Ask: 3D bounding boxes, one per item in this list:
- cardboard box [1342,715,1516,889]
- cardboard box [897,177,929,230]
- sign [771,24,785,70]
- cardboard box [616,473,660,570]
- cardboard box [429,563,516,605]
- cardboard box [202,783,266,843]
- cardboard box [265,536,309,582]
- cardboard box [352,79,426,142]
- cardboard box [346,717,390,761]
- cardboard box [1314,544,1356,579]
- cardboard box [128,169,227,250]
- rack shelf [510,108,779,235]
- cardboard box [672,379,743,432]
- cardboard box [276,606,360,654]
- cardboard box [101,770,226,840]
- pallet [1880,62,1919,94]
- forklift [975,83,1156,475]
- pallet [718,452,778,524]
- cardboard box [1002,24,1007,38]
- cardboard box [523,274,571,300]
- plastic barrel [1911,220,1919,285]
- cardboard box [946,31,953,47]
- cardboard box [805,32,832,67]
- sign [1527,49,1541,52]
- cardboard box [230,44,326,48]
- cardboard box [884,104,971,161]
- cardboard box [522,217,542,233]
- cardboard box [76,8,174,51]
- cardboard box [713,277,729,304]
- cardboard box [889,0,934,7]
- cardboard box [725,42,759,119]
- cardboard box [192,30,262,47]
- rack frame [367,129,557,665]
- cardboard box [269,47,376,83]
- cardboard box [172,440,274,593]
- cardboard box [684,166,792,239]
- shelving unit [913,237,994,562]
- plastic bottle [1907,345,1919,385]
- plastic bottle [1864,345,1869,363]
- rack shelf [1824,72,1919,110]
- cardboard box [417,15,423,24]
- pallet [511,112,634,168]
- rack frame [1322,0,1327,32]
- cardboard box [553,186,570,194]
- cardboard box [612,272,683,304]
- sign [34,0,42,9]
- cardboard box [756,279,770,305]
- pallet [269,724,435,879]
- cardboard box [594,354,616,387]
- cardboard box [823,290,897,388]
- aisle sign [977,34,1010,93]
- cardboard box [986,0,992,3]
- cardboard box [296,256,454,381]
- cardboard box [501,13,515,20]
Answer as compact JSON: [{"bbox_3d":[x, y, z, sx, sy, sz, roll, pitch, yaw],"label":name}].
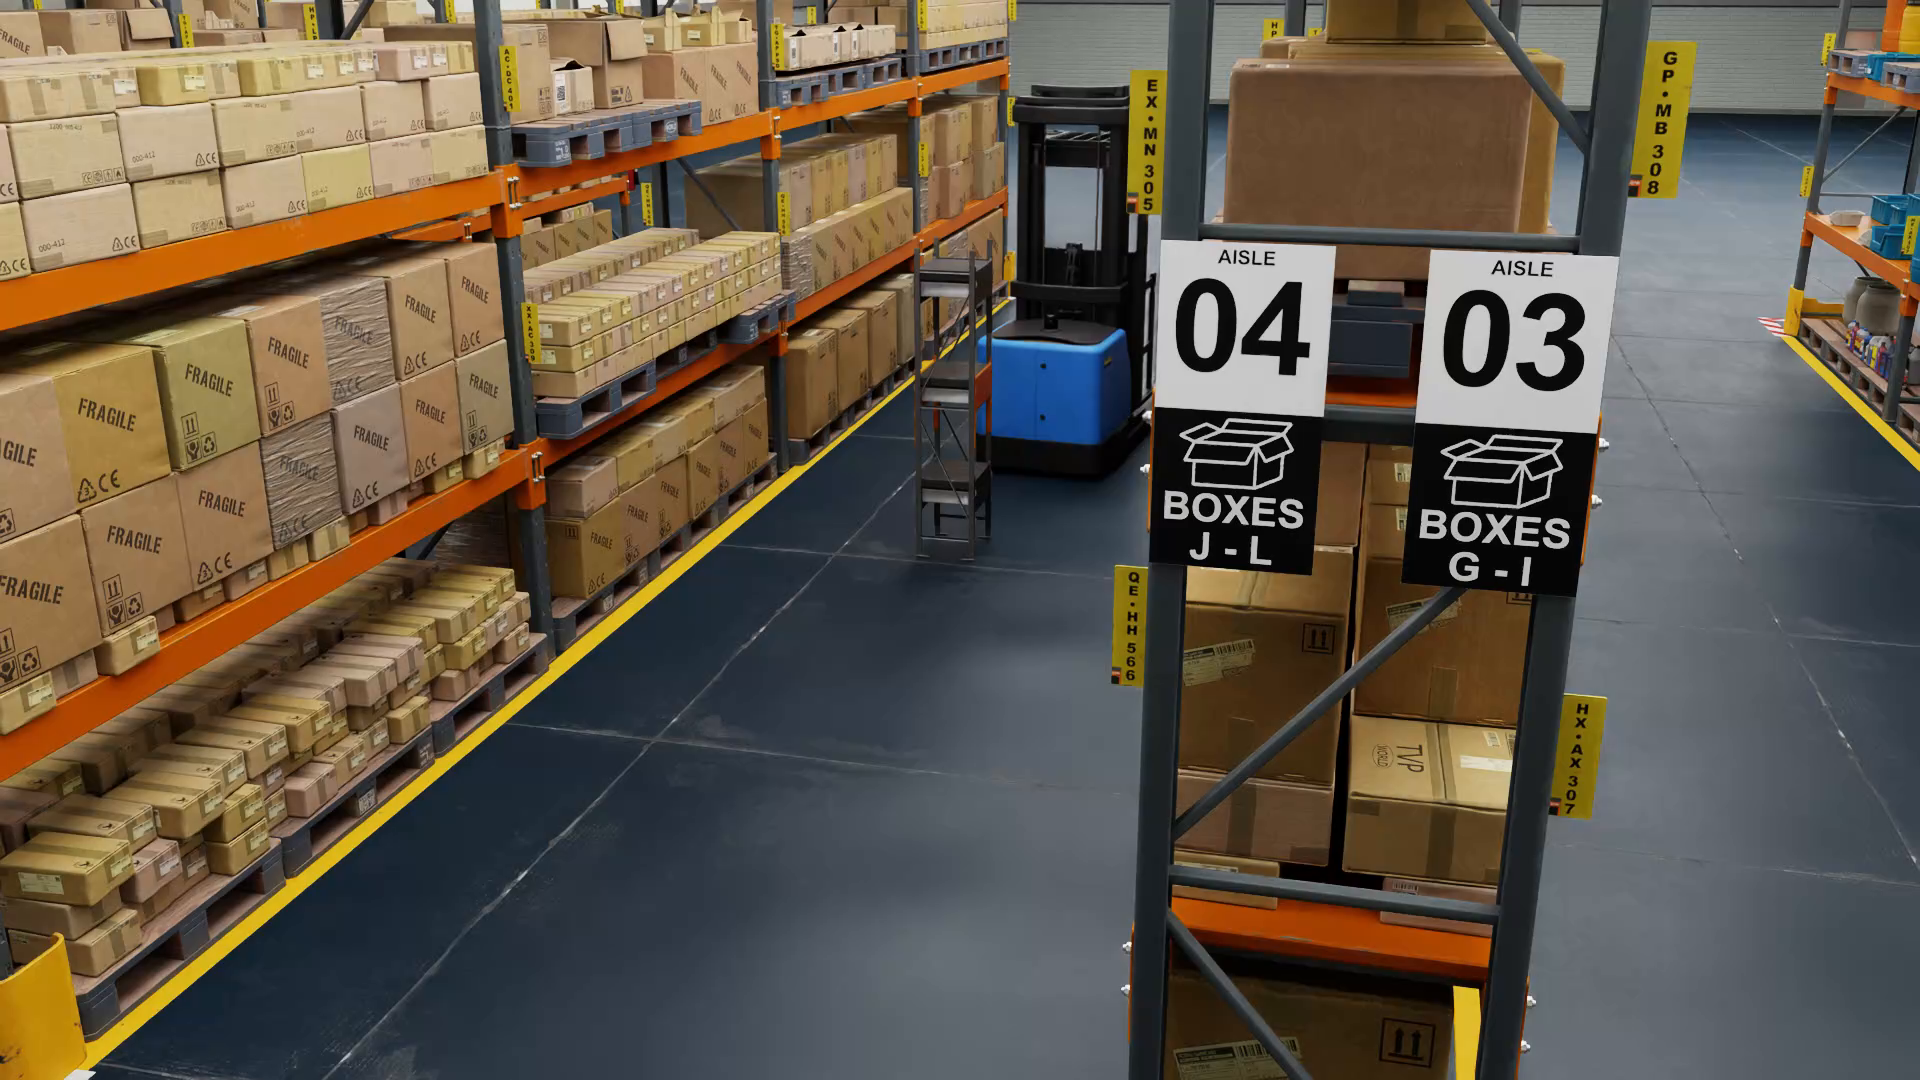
[{"bbox_3d":[1.342,0.730,4.681,0.500,0.250,0.500,4,19,12],"label":"cardboard box"},{"bbox_3d":[-0.812,-3.443,16.895,0.875,0.550,0.550,5,19,13],"label":"cardboard box"},{"bbox_3d":[-1.342,-3.622,12.212,0.100,0.325,0.005,5,19,13],"label":"sign"},{"bbox_3d":[-2.280,-0.141,10.676,0.500,0.500,0.500,6,20,16],"label":"cardboard box"},{"bbox_3d":[-2.679,0.253,9.147,0.380,0.149,0.250,5,20,15],"label":"cardboard box"},{"bbox_3d":[-3.182,1.134,7.026,0.380,0.149,0.250,5,20,15],"label":"cardboard box"},{"bbox_3d":[-3.094,0.056,7.272,0.380,0.149,0.250,5,20,15],"label":"cardboard box"},{"bbox_3d":[-2.850,-2.006,7.739,0.500,0.250,0.500,4,19,11],"label":"cardboard box"},{"bbox_3d":[-2.992,0.953,8.018,0.380,0.149,0.250,5,19,14],"label":"cardboard box"},{"bbox_3d":[1.324,0.050,6.671,0.500,0.250,0.500,5,20,15],"label":"cardboard box"},{"bbox_3d":[-3.218,-1.291,6.417,0.500,0.250,0.500,4,19,12],"label":"cardboard box"},{"bbox_3d":[-2.356,-2.454,10.704,1.077,0.370,4.000,5,19,13],"label":"rack shelf"},{"bbox_3d":[-1.893,-0.978,11.969,0.500,0.250,0.500,5,19,14],"label":"cardboard box"},{"bbox_3d":[-3.310,0.461,8.539,0.380,0.149,0.250,4,19,12],"label":"cardboard box"},{"bbox_3d":[-3.228,1.072,6.748,0.380,0.149,0.250,5,19,13],"label":"cardboard box"},{"bbox_3d":[8.779,-4.005,14.424,1.213,0.211,1.003,5,19,13],"label":"pallet"},{"bbox_3d":[1.084,-2.335,13.988,1.130,2.935,3.031,6,20,18],"label":"forklift"},{"bbox_3d":[-2.060,-0.437,12.642,1.003,0.211,1.213,5,19,13],"label":"pallet"},{"bbox_3d":[0.334,-5.925,19.337,0.380,0.149,0.250,5,19,13],"label":"cardboard box"},{"bbox_3d":[-2.679,-1.575,10.476,0.380,0.149,0.250,4,19,12],"label":"cardboard box"},{"bbox_3d":[8.309,-2.581,13.828,0.600,0.901,0.708,5,19,13],"label":"plastic barrel"},{"bbox_3d":[-0.287,-5.127,17.002,0.380,0.149,0.250,4,19,13],"label":"cardboard box"},{"bbox_3d":[-1.355,-3.963,13.436,0.500,0.250,0.500,5,20,15],"label":"cardboard box"},{"bbox_3d":[2.479,-1.983,7.289,0.100,0.325,0.005,5,19,13],"label":"sign"},{"bbox_3d":[-3.256,-2.284,7.935,0.380,0.149,0.250,4,19,13],"label":"cardboard box"},{"bbox_3d":[-0.358,-4.457,18.194,0.875,0.550,0.500,5,19,13],"label":"cardboard box"},{"bbox_3d":[-5.034,-3.618,19.080,0.380,0.149,0.250,6,20,17],"label":"cardboard box"},{"bbox_3d":[-6.638,-3.898,13.009,0.797,0.503,0.637,3,19,10],"label":"cardboard box"},{"bbox_3d":[-1.797,-1.709,11.329,0.380,0.149,0.250,5,19,13],"label":"cardboard box"},{"bbox_3d":[-0.472,-5.267,16.176,0.380,0.149,0.250,5,19,14],"label":"cardboard box"},{"bbox_3d":[-1.761,-3.270,11.824,0.500,0.500,0.500,5,19,13],"label":"cardboard box"},{"bbox_3d":[-6.451,-4.124,14.326,0.700,0.500,0.500,5,19,13],"label":"cardboard box"},{"bbox_3d":[-2.845,-0.748,9.237,1.000,3.000,0.127,5,19,13],"label":"rack frame"},{"bbox_3d":[-2.908,-2.166,7.589,0.380,0.149,0.250,5,20,15],"label":"cardboard box"},{"bbox_3d":[-3.207,-0.124,6.794,0.500,0.500,0.500,5,19,14],"label":"cardboard box"},{"bbox_3d":[-1.748,-2.662,13.140,0.700,0.500,0.500,5,19,13],"label":"cardboard box"},{"bbox_3d":[-0.040,-0.942,11.196,0.431,2.100,0.503,5,19,13],"label":"shelving unit"},{"bbox_3d":[8.715,-1.609,15.175,0.144,0.351,0.185,5,19,13],"label":"plastic bottle"},{"bbox_3d":[8.747,-1.801,15.968,0.097,0.201,0.097,0,19,0],"label":"plastic bottle"},{"bbox_3d":[9.186,-4.147,15.660,1.077,0.370,4.000,5,19,13],"label":"rack shelf"},{"bbox_3d":[-5.849,-5.409,17.398,0.380,0.149,0.250,5,20,15],"label":"cardboard box"},{"bbox_3d":[-2.591,-2.264,9.325,1.213,0.211,1.003,5,19,13],"label":"pallet"},{"bbox_3d":[2.917,-4.417,10.698,1.000,3.000,0.127,5,19,13],"label":"rack frame"},{"bbox_3d":[-4.866,-4.209,19.759,0.380,0.149,0.250,4,19,13],"label":"cardboard box"},{"bbox_3d":[-1.988,-1.602,10.556,0.380,0.149,0.250,5,20,15],"label":"cardboard box"},{"bbox_3d":[-10.001,-5.779,18.038,0.100,0.325,0.005,5,19,13],"label":"sign"},{"bbox_3d":[-1.605,-1.813,12.094,0.380,0.149,0.250,5,19,13],"label":"cardboard box"},{"bbox_3d":[-3.271,1.168,7.940,1.003,0.211,1.213,5,19,13],"label":"pallet"},{"bbox_3d":[-2.241,-1.002,9.721,0.380,0.149,0.250,5,19,14],"label":"cardboard box"},{"bbox_3d":[-1.194,-1.886,15.399,1.050,0.750,0.750,5,19,13],"label":"cardboard box"},{"bbox_3d":[0.395,-5.738,19.824,0.394,0.787,0.004,5,19,13],"label":"aisle sign"},{"bbox_3d":[0.147,-6.061,18.502,0.380,0.149,0.250,5,19,14],"label":"cardboard box"},{"bbox_3d":[-2.819,-1.078,8.042,0.500,0.500,0.500,4,19,12],"label":"cardboard box"},{"bbox_3d":[-5.111,-5.694,18.230,0.380,0.149,0.250,4,19,12],"label":"cardboard box"}]
